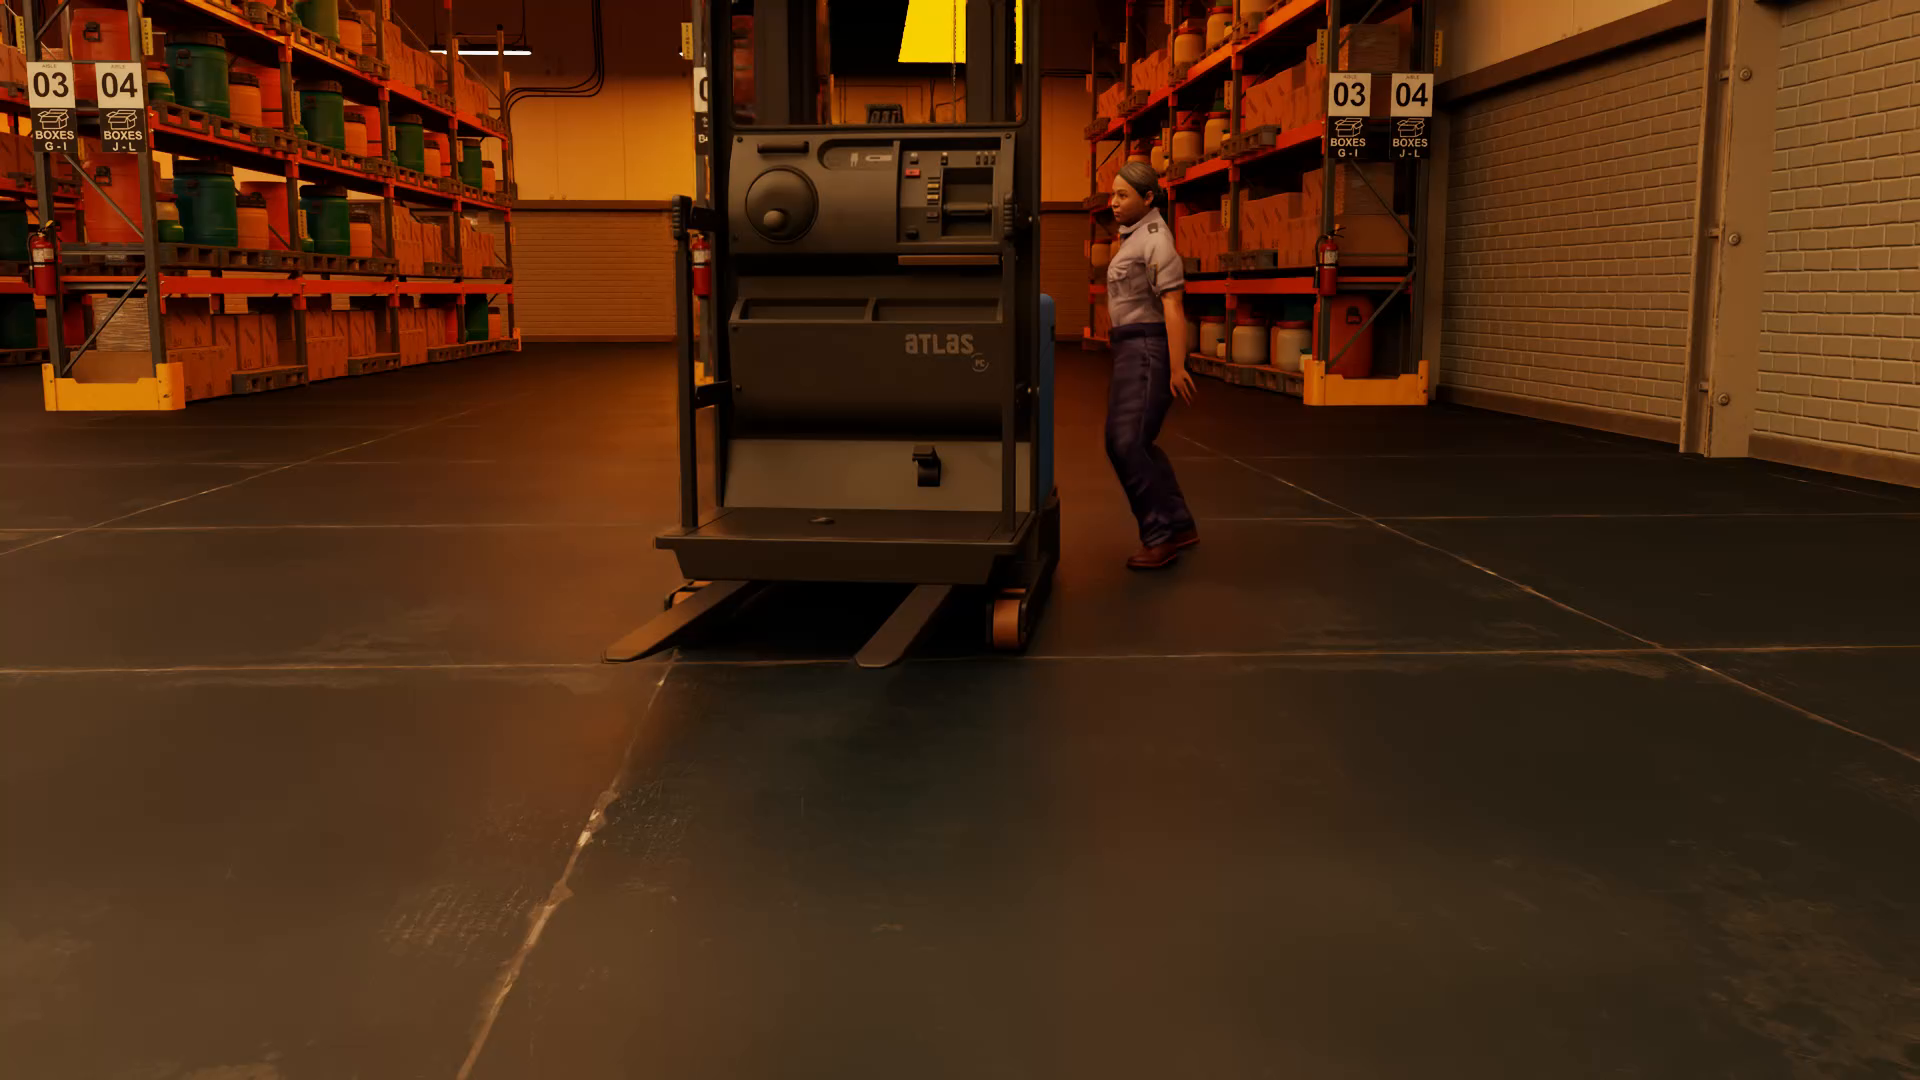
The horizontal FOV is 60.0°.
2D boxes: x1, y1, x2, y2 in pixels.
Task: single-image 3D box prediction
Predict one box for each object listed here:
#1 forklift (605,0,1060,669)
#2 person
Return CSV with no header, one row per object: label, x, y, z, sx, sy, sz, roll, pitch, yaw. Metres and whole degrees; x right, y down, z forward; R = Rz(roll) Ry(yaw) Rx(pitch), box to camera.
forklift,-0.311,-1.165,5.173,1.130,2.935,3.031,1,9,7
person,0.801,-0.713,6.805,0.422,1.629,0.836,0,8,3
